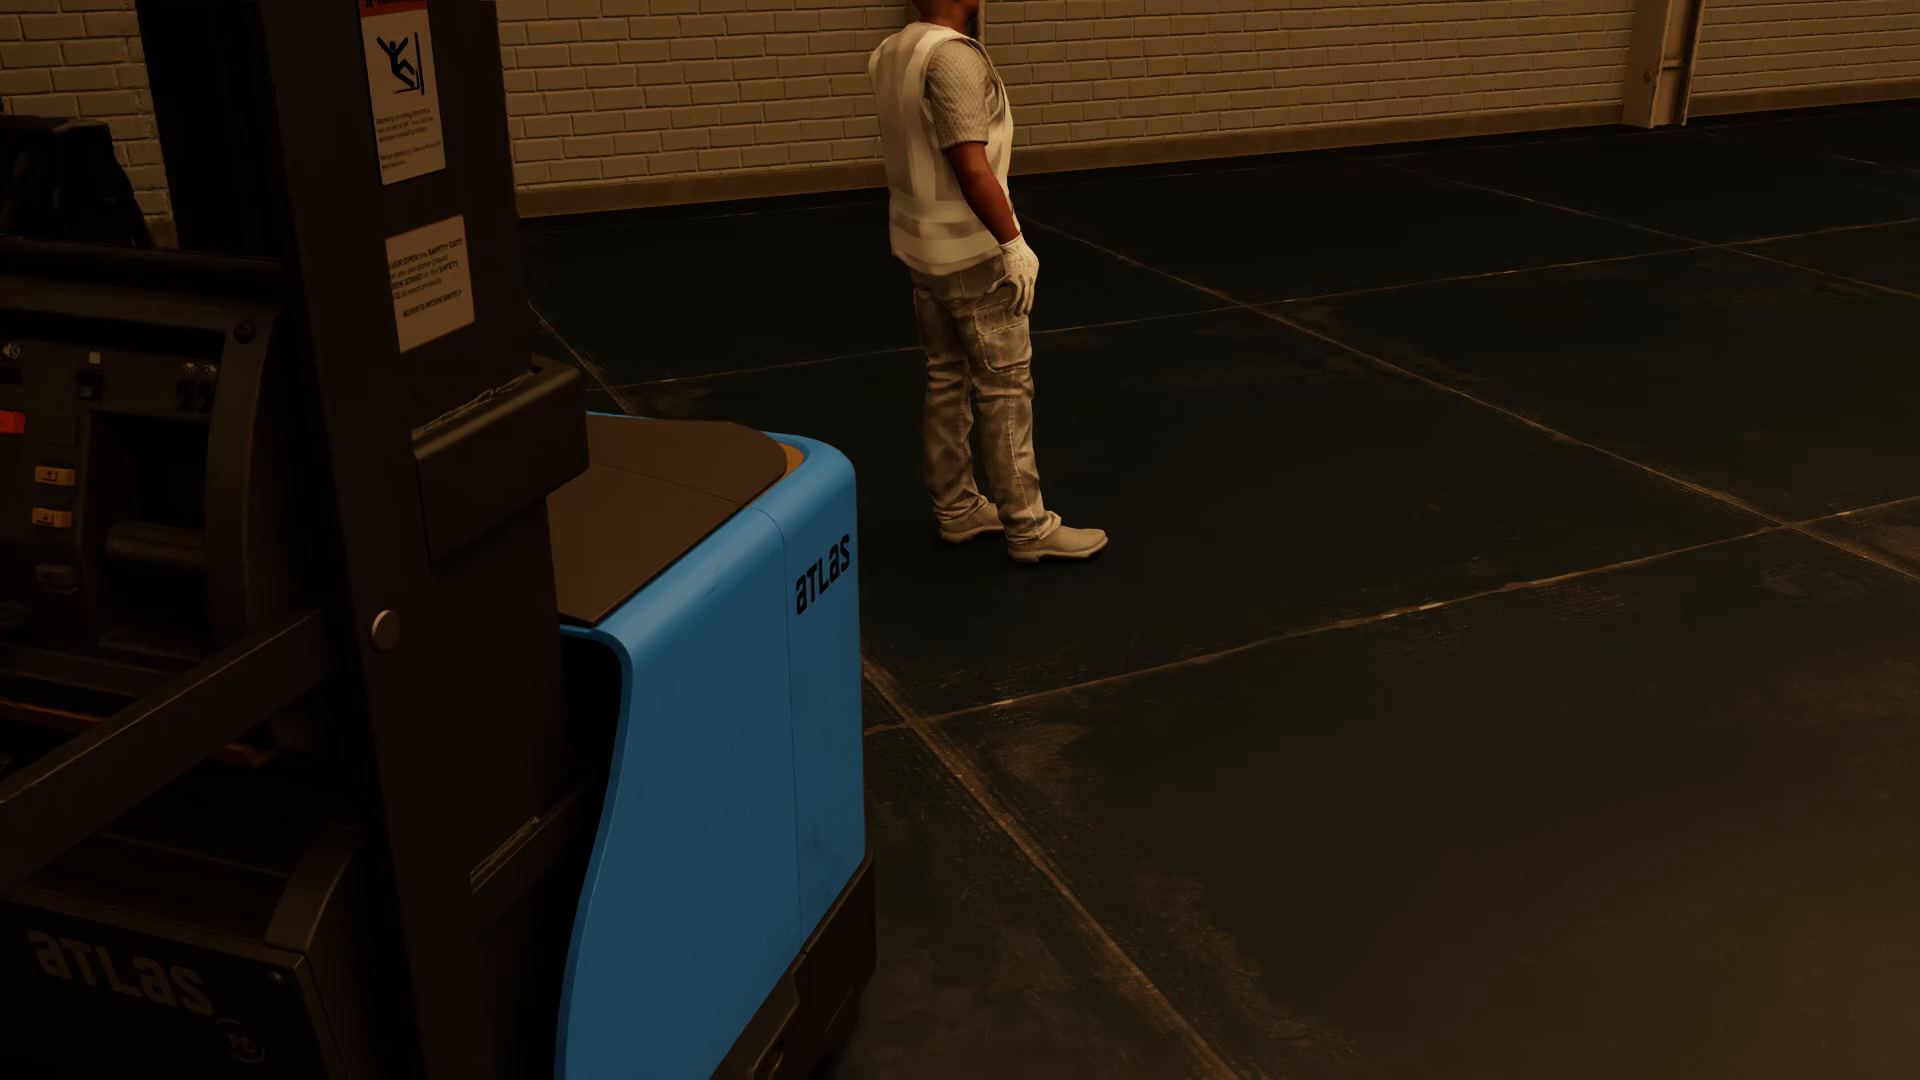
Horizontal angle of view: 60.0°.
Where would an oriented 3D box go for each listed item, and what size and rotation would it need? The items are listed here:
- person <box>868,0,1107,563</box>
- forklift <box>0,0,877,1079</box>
[{"bbox_3d":[0.069,-0.839,4.783,0.575,1.785,0.657,-10,25,-23],"label":"person"},{"bbox_3d":[-1.112,-0.051,1.409,1.130,2.935,3.031,7,24,17],"label":"forklift"}]
